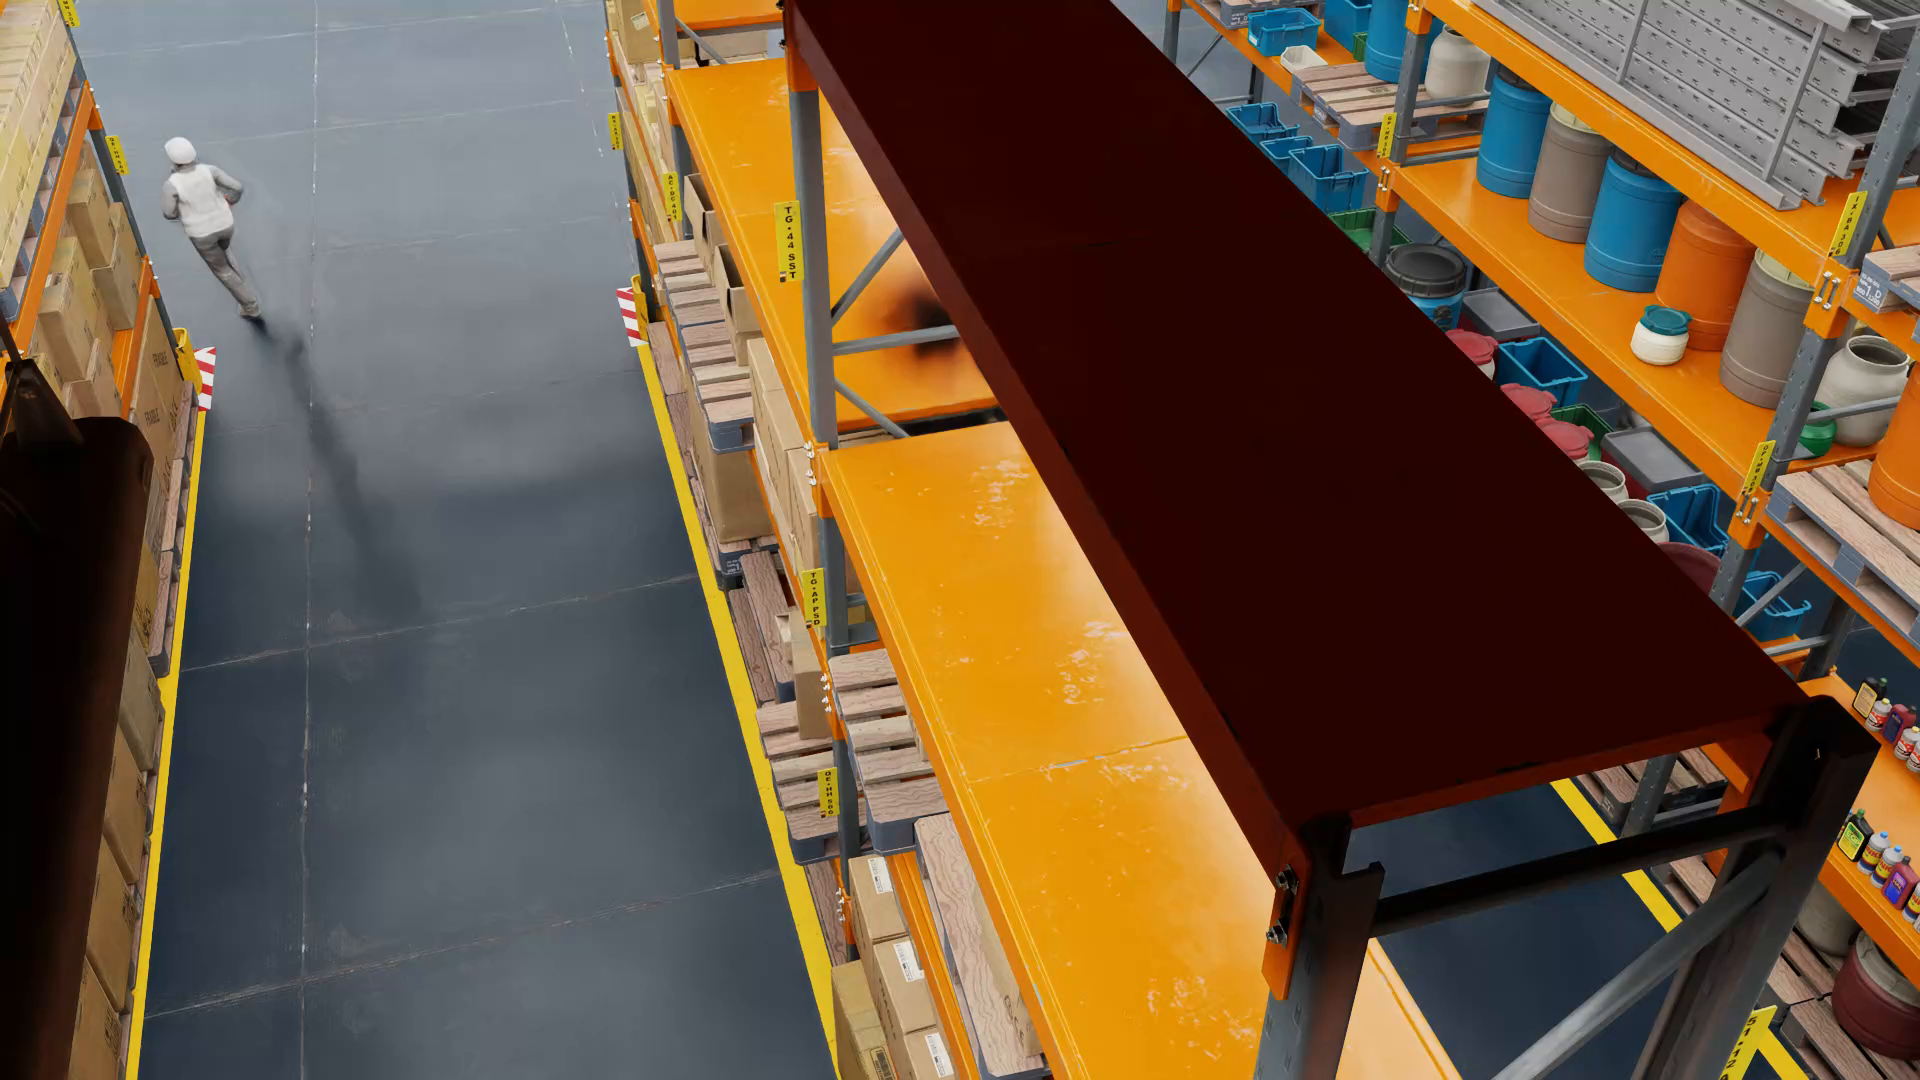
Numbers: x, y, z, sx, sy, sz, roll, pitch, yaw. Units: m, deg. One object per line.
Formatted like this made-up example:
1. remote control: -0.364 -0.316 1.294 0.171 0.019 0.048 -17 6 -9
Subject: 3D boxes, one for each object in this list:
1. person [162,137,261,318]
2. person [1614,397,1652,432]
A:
1. person: -6.742 -2.771 14.929 0.642 1.813 0.682 30 47 32
2. person: 5.470 -1.378 13.177 0.636 1.847 0.818 -11 40 -14
